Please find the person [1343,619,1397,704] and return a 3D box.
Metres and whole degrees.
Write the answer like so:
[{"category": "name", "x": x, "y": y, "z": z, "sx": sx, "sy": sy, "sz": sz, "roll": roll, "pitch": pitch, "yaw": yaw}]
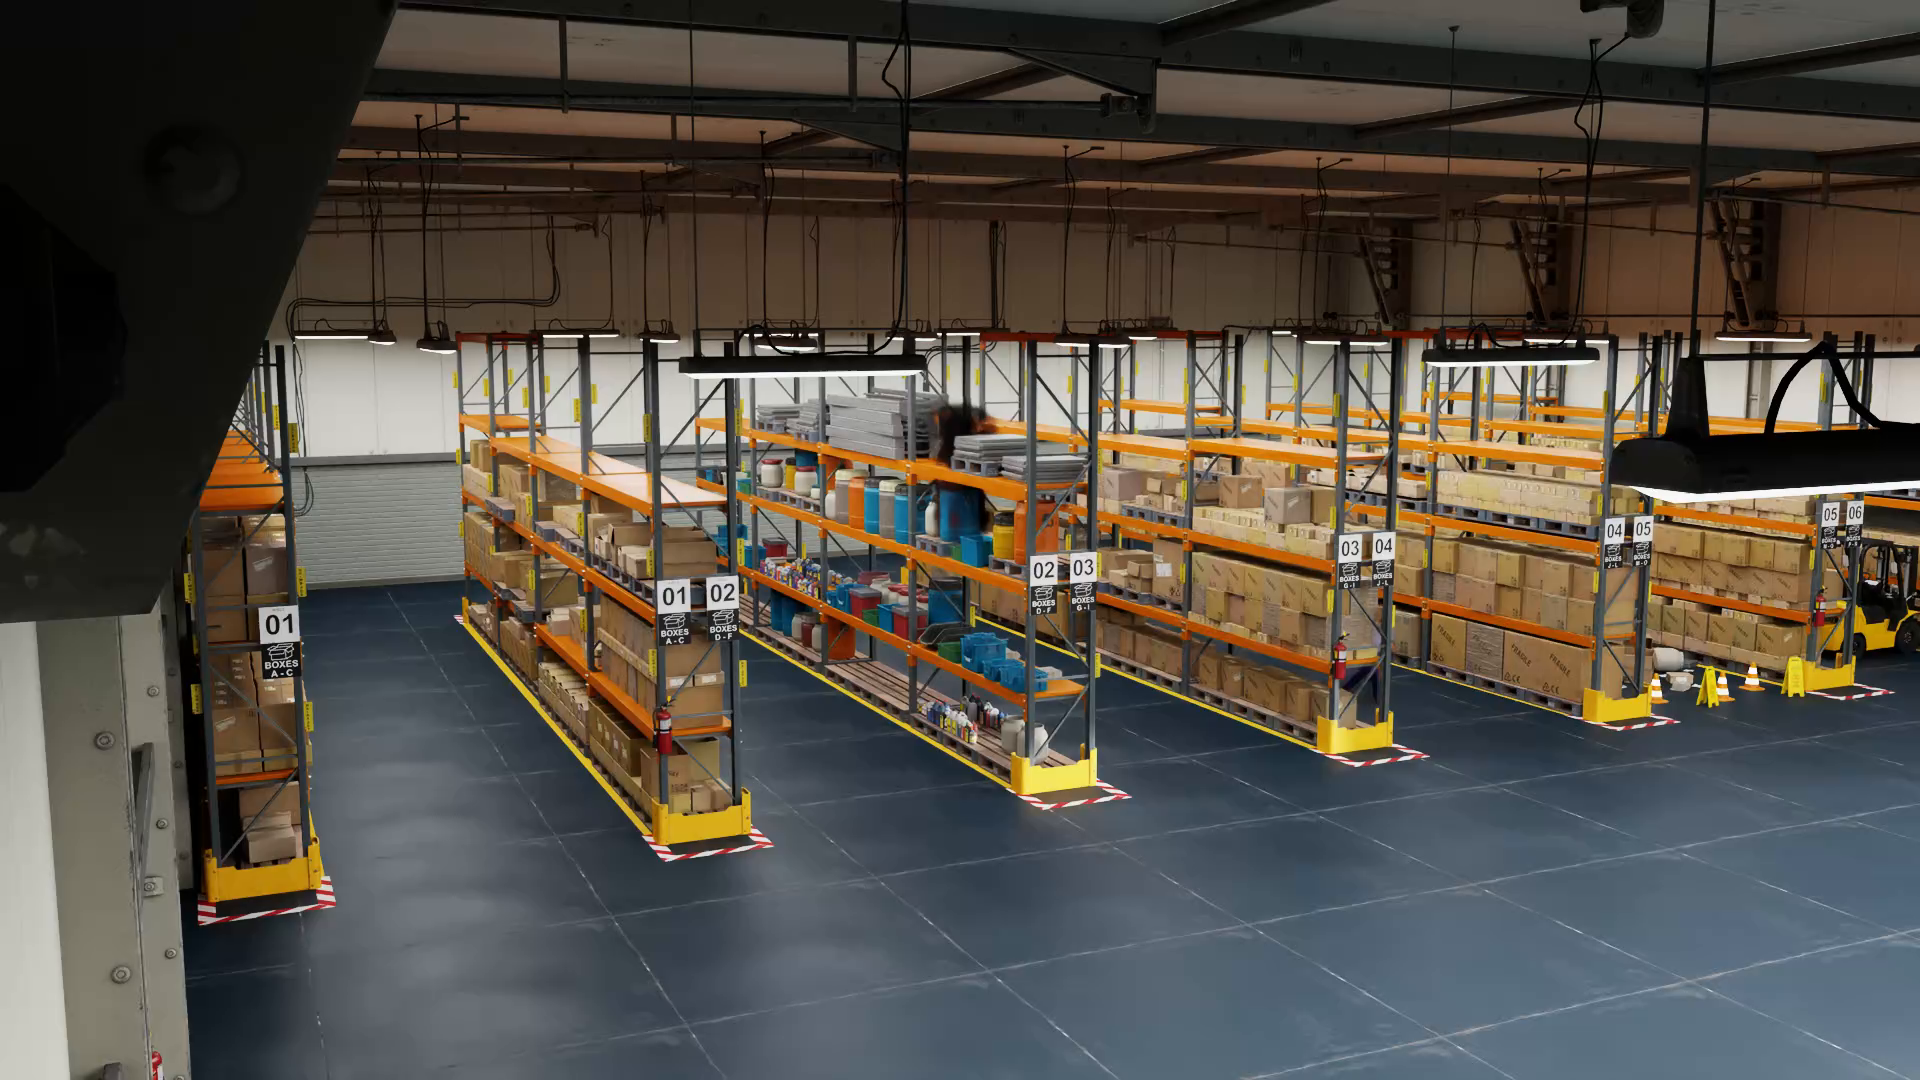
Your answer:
[{"category": "person", "x": 6.757, "y": 1.905, "z": 27.370, "sx": 0.605, "sy": 1.479, "sz": 1.064, "roll": -5, "pitch": 9, "yaw": -30}]
